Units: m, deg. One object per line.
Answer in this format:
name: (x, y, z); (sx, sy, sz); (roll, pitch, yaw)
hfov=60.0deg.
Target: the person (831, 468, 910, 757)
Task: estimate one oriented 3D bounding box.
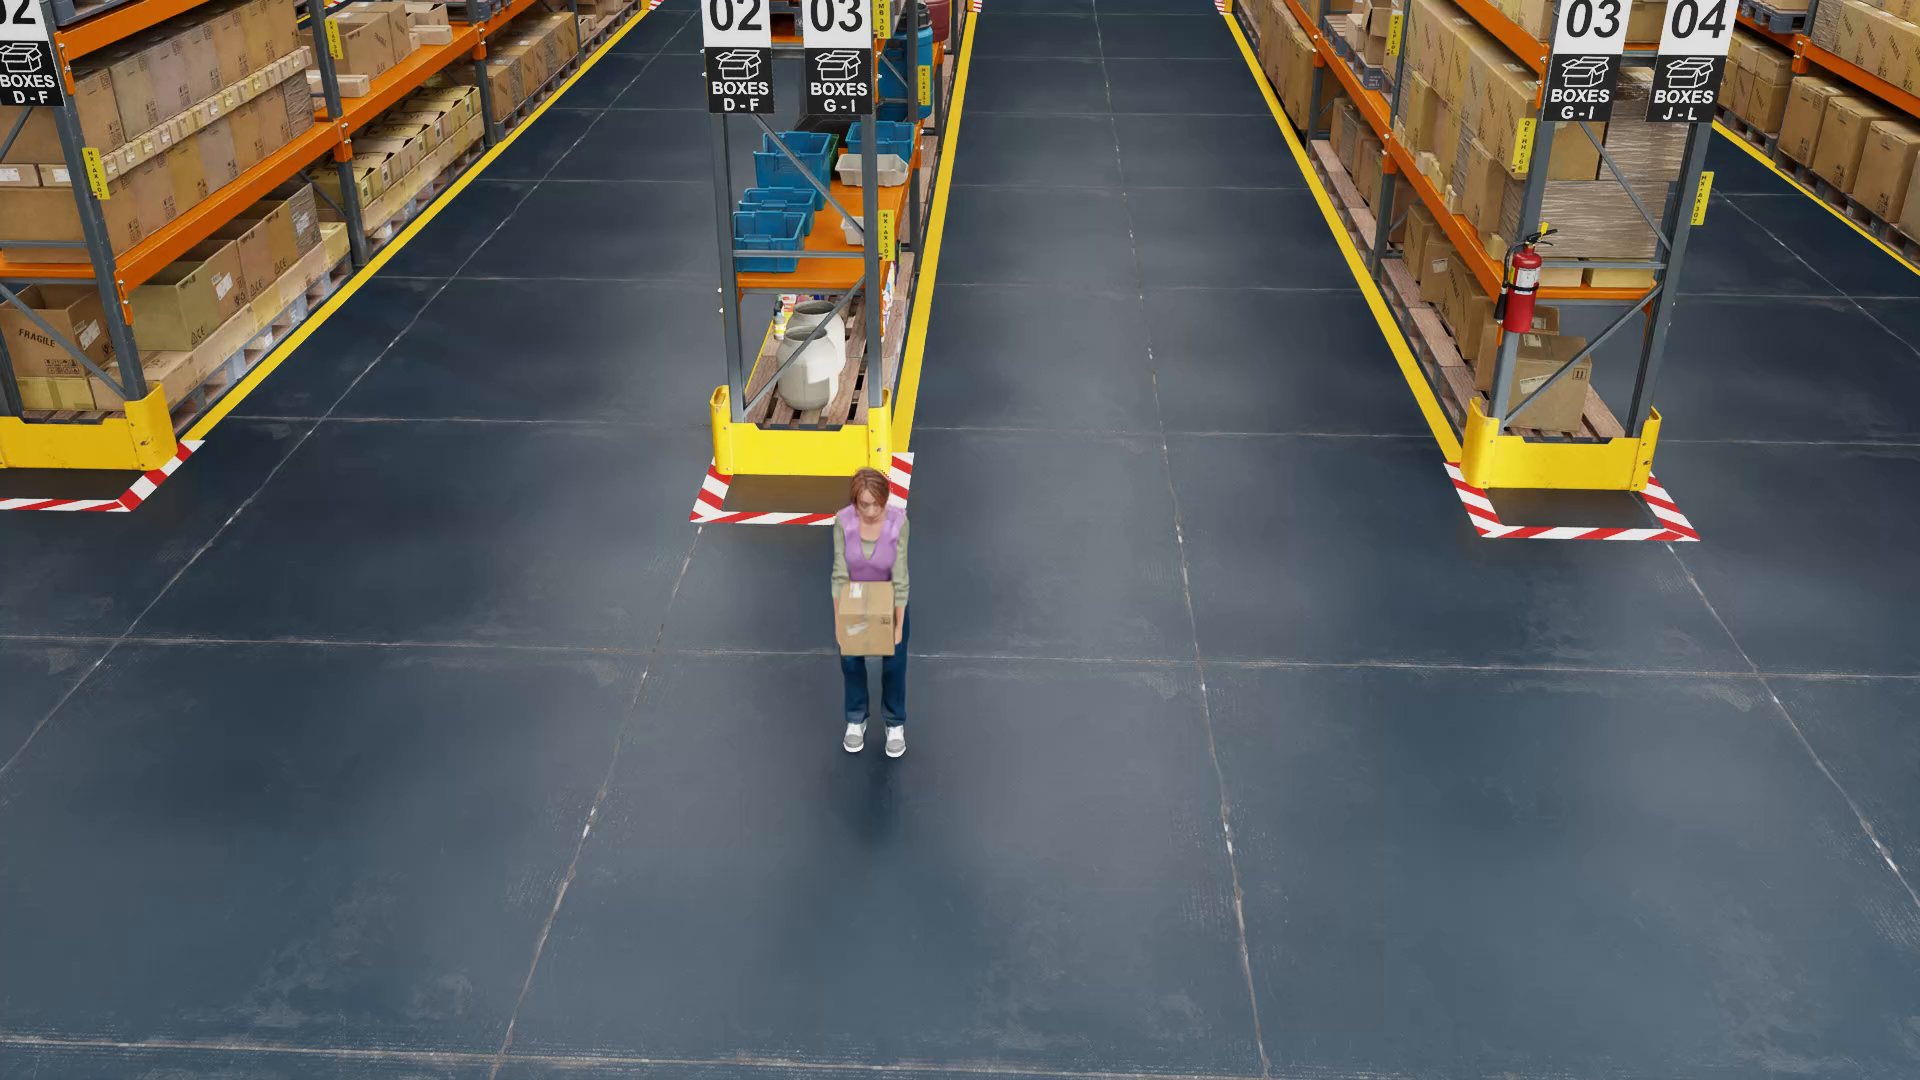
person: (-0.421, 0.353, 8.008); (0.372, 1.577, 0.525); (0, 28, 1)
